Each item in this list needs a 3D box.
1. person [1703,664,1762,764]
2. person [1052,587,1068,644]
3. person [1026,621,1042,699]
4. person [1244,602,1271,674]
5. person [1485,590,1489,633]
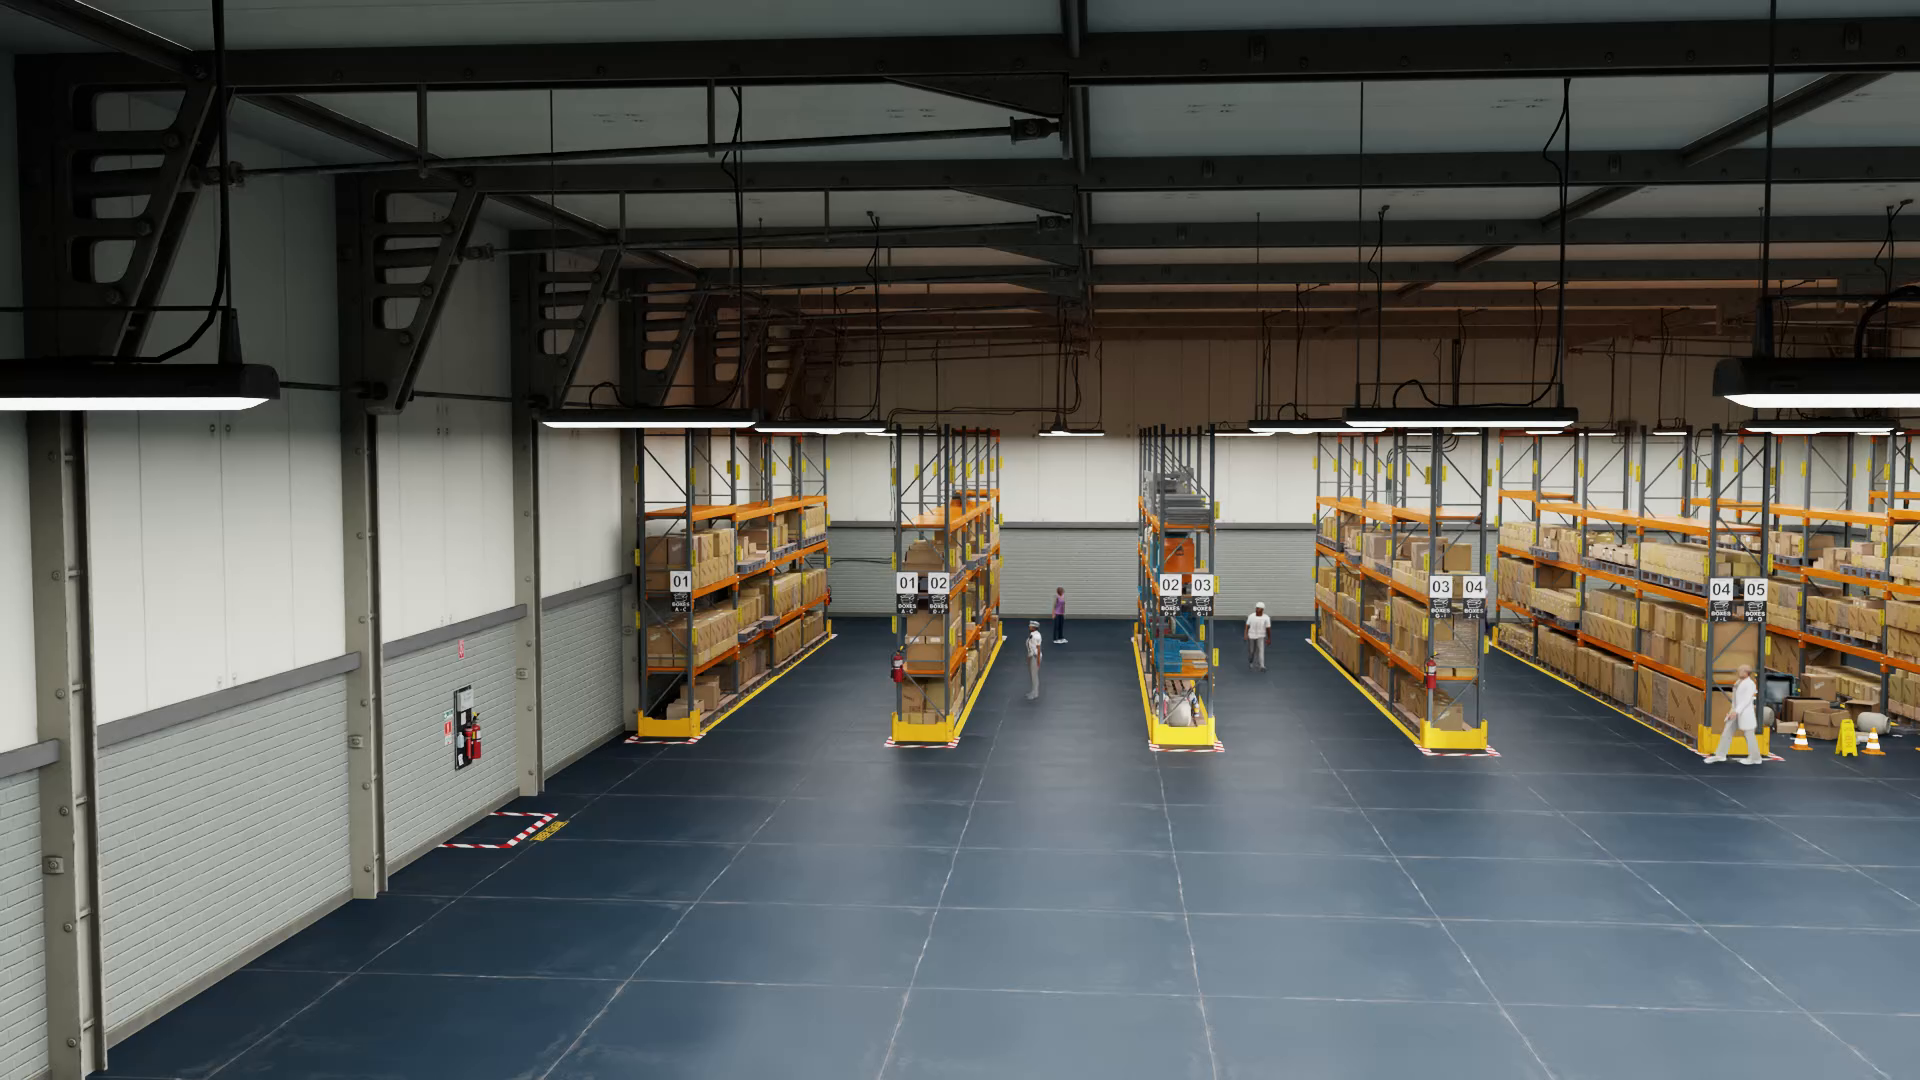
[{"bbox_3d":[13.598,3.054,29.100,0.889,1.759,0.589,0,4,-8],"label":"person"},{"bbox_3d":[2.805,2.104,46.590,0.395,1.577,0.513,3,5,44],"label":"person"},{"bbox_3d":[1.613,2.643,36.854,0.414,1.701,0.585,-1,4,-10],"label":"person"},{"bbox_3d":[7.303,2.392,40.847,0.660,1.711,1.054,0,3,7],"label":"person"},{"bbox_3d":[15.104,1.982,48.267,0.472,1.598,0.952,2,4,32],"label":"person"}]
